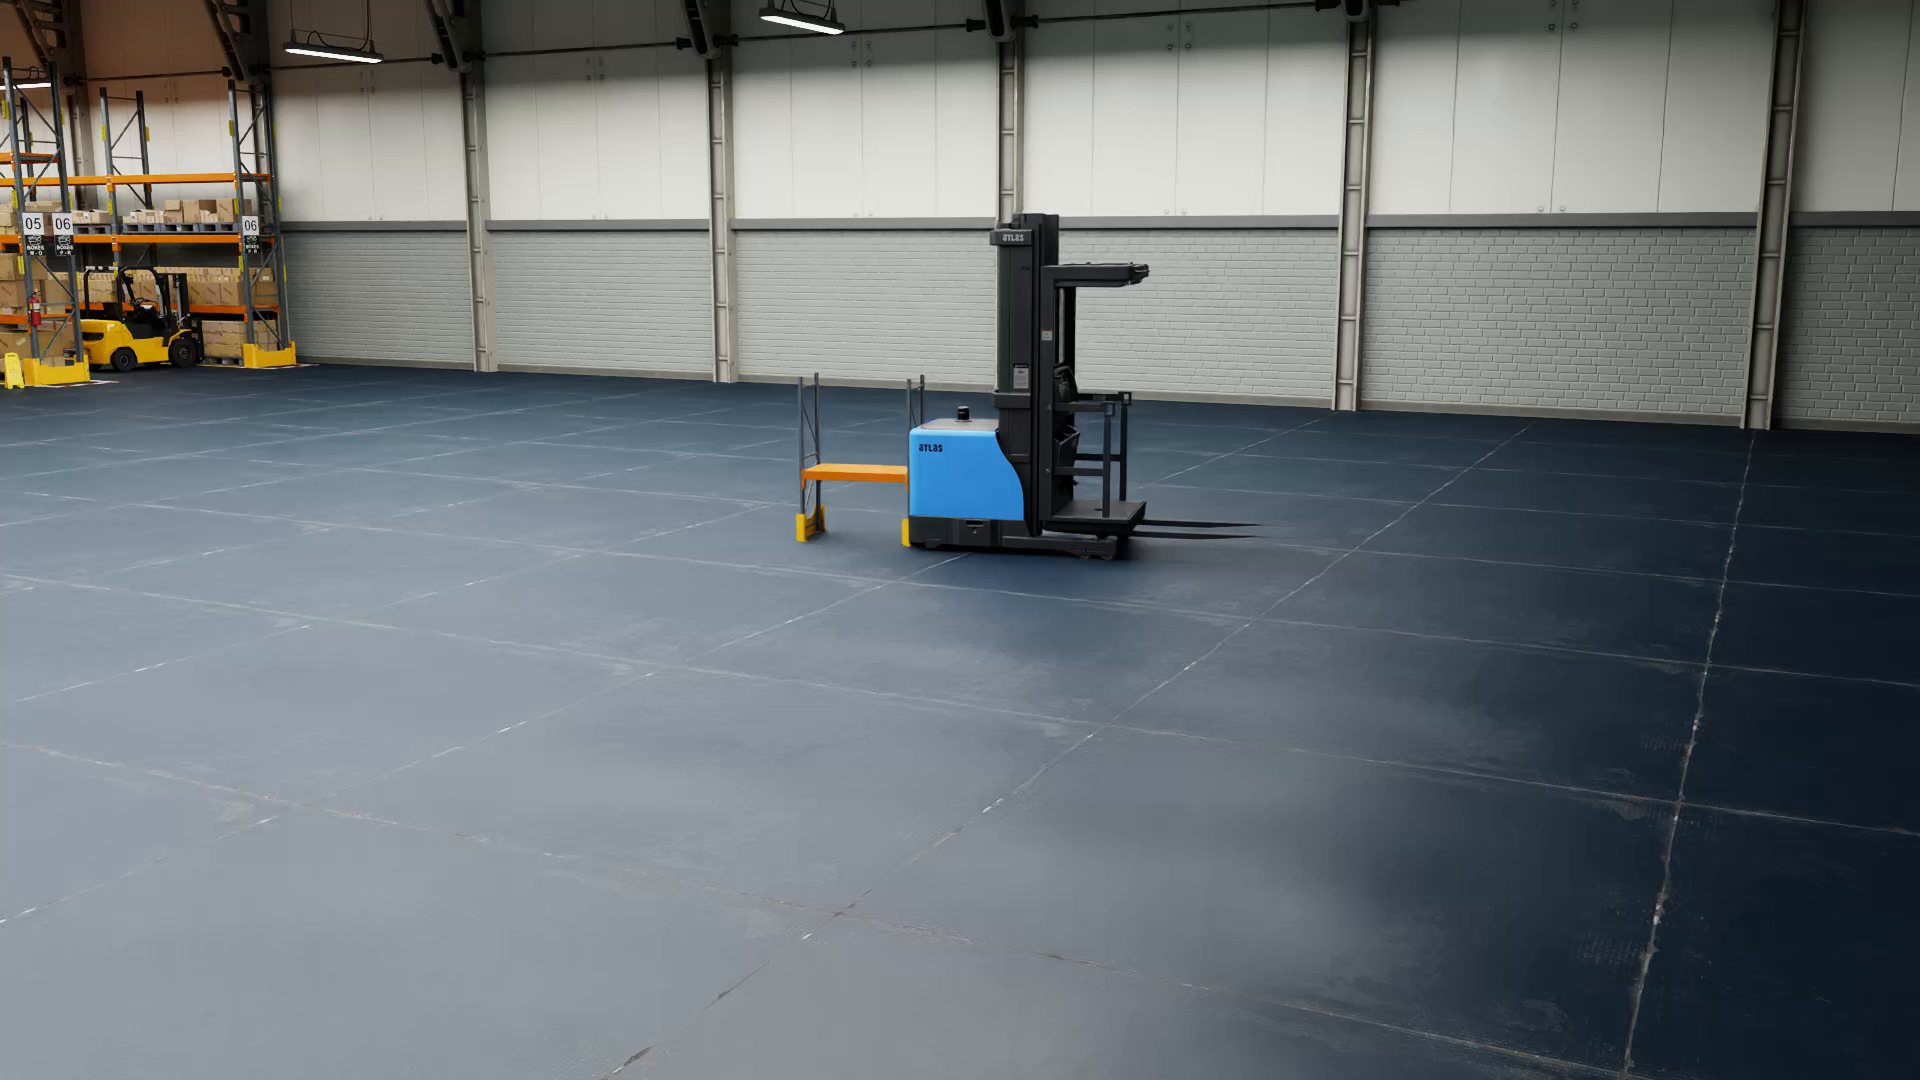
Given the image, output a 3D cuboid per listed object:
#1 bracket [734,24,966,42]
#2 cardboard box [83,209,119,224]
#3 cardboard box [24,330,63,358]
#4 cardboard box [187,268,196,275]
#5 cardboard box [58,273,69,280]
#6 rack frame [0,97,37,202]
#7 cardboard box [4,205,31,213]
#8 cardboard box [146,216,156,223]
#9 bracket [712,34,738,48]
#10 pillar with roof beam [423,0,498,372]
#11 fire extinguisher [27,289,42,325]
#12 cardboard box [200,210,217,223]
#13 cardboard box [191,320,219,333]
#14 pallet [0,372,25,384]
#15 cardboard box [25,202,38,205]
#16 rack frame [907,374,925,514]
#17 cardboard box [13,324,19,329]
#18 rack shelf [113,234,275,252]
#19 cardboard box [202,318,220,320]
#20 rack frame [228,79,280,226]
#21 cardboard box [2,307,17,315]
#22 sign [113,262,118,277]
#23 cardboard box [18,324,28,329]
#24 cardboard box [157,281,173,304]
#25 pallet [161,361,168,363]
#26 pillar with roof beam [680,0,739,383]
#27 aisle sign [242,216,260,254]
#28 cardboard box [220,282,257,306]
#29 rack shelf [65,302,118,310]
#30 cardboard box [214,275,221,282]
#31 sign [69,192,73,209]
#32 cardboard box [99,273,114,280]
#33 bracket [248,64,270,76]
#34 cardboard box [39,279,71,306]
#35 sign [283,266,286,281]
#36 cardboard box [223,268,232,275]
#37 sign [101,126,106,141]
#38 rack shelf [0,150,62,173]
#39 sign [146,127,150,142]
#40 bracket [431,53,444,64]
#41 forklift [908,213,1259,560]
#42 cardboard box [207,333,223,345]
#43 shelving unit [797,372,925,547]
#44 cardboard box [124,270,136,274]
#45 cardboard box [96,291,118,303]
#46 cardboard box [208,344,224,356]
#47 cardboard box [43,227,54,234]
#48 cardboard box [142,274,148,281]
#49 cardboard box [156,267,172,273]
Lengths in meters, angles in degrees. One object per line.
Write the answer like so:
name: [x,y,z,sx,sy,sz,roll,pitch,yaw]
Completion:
bracket: [-1.976,-8.963,29.399,4.783,0.066,0.076,5,11,26]
cardboard box: [-19.396,-7.302,37.540,0.500,0.311,0.500,5,11,24]
cardboard box: [-17.868,-3.820,32.367,0.500,0.500,0.500,5,11,24]
cardboard box: [-16.656,-5.874,36.348,0.250,0.149,0.380,5,12,27]
cardboard box: [-20.475,-6.060,38.208,0.250,0.149,0.380,5,11,24]
rack frame: [-22.227,-8.863,38.952,0.127,3.000,1.000,5,11,26]
cardboard box: [-17.679,-6.212,31.193,0.250,0.149,0.380,5,11,26]
cardboard box: [-17.682,-7.059,36.656,0.250,0.149,0.380,5,12,28]
bracket: [-4.301,-9.168,30.528,0.430,0.232,0.235,5,11,26]
pillar with roof beam: [-11.802,-7.271,30.156,0.548,9.000,9.100,5,11,26]
fire extinguisher: [-17.347,-4.367,31.172,0.183,0.674,0.296,5,11,26]
cardboard box: [-16.157,-6.983,35.905,0.258,0.266,0.396,5,11,26]
cardboard box: [-16.521,-4.690,36.475,0.500,0.250,0.500,5,11,27]
pallet: [-18.026,-3.191,32.288,1.213,0.211,1.003,5,11,26]
cardboard box: [-21.188,-7.572,38.502,0.500,0.500,0.700,5,11,25]
rack frame: [-0.397,-0.730,15.073,0.032,1.500,0.500,3,11,14]
cardboard box: [-22.701,-4.886,39.666,0.500,0.500,0.500,5,12,27]
rack shelf: [-16.846,-6.560,36.671,4.000,0.370,1.077,5,11,26]
cardboard box: [-16.750,-4.816,37.169,0.500,0.250,0.500,5,11,25]
rack frame: [-15.052,-8.232,35.469,0.127,3.000,1.000,5,11,26]
cardboard box: [-17.952,-4.361,31.631,0.250,0.149,0.380,5,11,25]
sign: [-18.871,-6.039,37.166,0.005,0.325,0.100,5,11,26]
cardboard box: [-21.673,-4.898,39.377,0.625,0.625,0.875,5,12,28]
cardboard box: [-17.428,-5.490,36.881,0.500,0.500,0.500,5,11,25]
pallet: [-17.945,-4.154,37.610,1.213,0.211,1.003,5,11,26]
pillar with roof beam: [-6.421,-6.798,27.544,0.548,9.000,9.100,5,11,26]
aisle sign: [-15.123,-6.508,35.484,0.004,0.787,0.394,5,11,26]
cardboard box: [-15.610,-5.326,35.977,0.500,0.500,0.500,5,11,25]
rack shelf: [-20.433,-5.399,38.680,4.000,0.370,1.077,5,11,26]
cardboard box: [-15.935,-5.677,36.093,0.250,0.149,0.380,5,12,27]
sign: [-17.005,-6.480,31.756,0.005,0.325,0.100,5,11,26]
cardboard box: [-19.284,-5.973,37.728,0.250,0.149,0.380,5,11,25]
bracket: [-15.063,-10.113,35.753,0.430,0.232,0.235,5,11,26]
cardboard box: [-17.547,-4.765,32.037,0.500,0.500,0.500,5,11,25]
sign: [-14.801,-5.834,36.406,0.005,0.325,0.100,5,11,26]
cardboard box: [-15.702,-5.804,35.960,0.250,0.149,0.380,5,11,26]
sign: [-18.869,-8.959,36.637,0.005,0.325,0.100,5,11,26]
rack shelf: [-19.039,-7.241,32.023,4.000,0.370,1.077,5,11,26]
sign: [-18.372,-9.172,37.593,0.005,0.325,0.100,5,11,26]
bracket: [-10.427,-9.706,33.502,0.430,0.232,0.235,5,11,26]
forklift: [1.115,-1.377,14.628,3.031,2.935,1.130,3,11,14]
cardboard box: [-16.072,-4.410,36.330,0.500,0.250,0.500,5,11,25]
shelving unit: [-0.899,-0.752,15.195,1.083,1.500,0.587,3,11,14]
cardboard box: [-18.485,-6.038,37.251,0.250,0.149,0.380,5,12,27]
cardboard box: [-19.207,-5.520,37.747,0.500,0.250,0.500,5,12,27]
cardboard box: [-16.055,-4.161,36.362,0.500,0.250,0.500,5,11,26]
cardboard box: [-17.399,-5.918,31.808,0.250,0.149,0.380,5,11,26]
cardboard box: [-17.991,-5.861,37.107,0.250,0.149,0.380,5,11,26]
cardboard box: [-17.548,-5.960,36.822,0.250,0.149,0.380,5,11,25]
